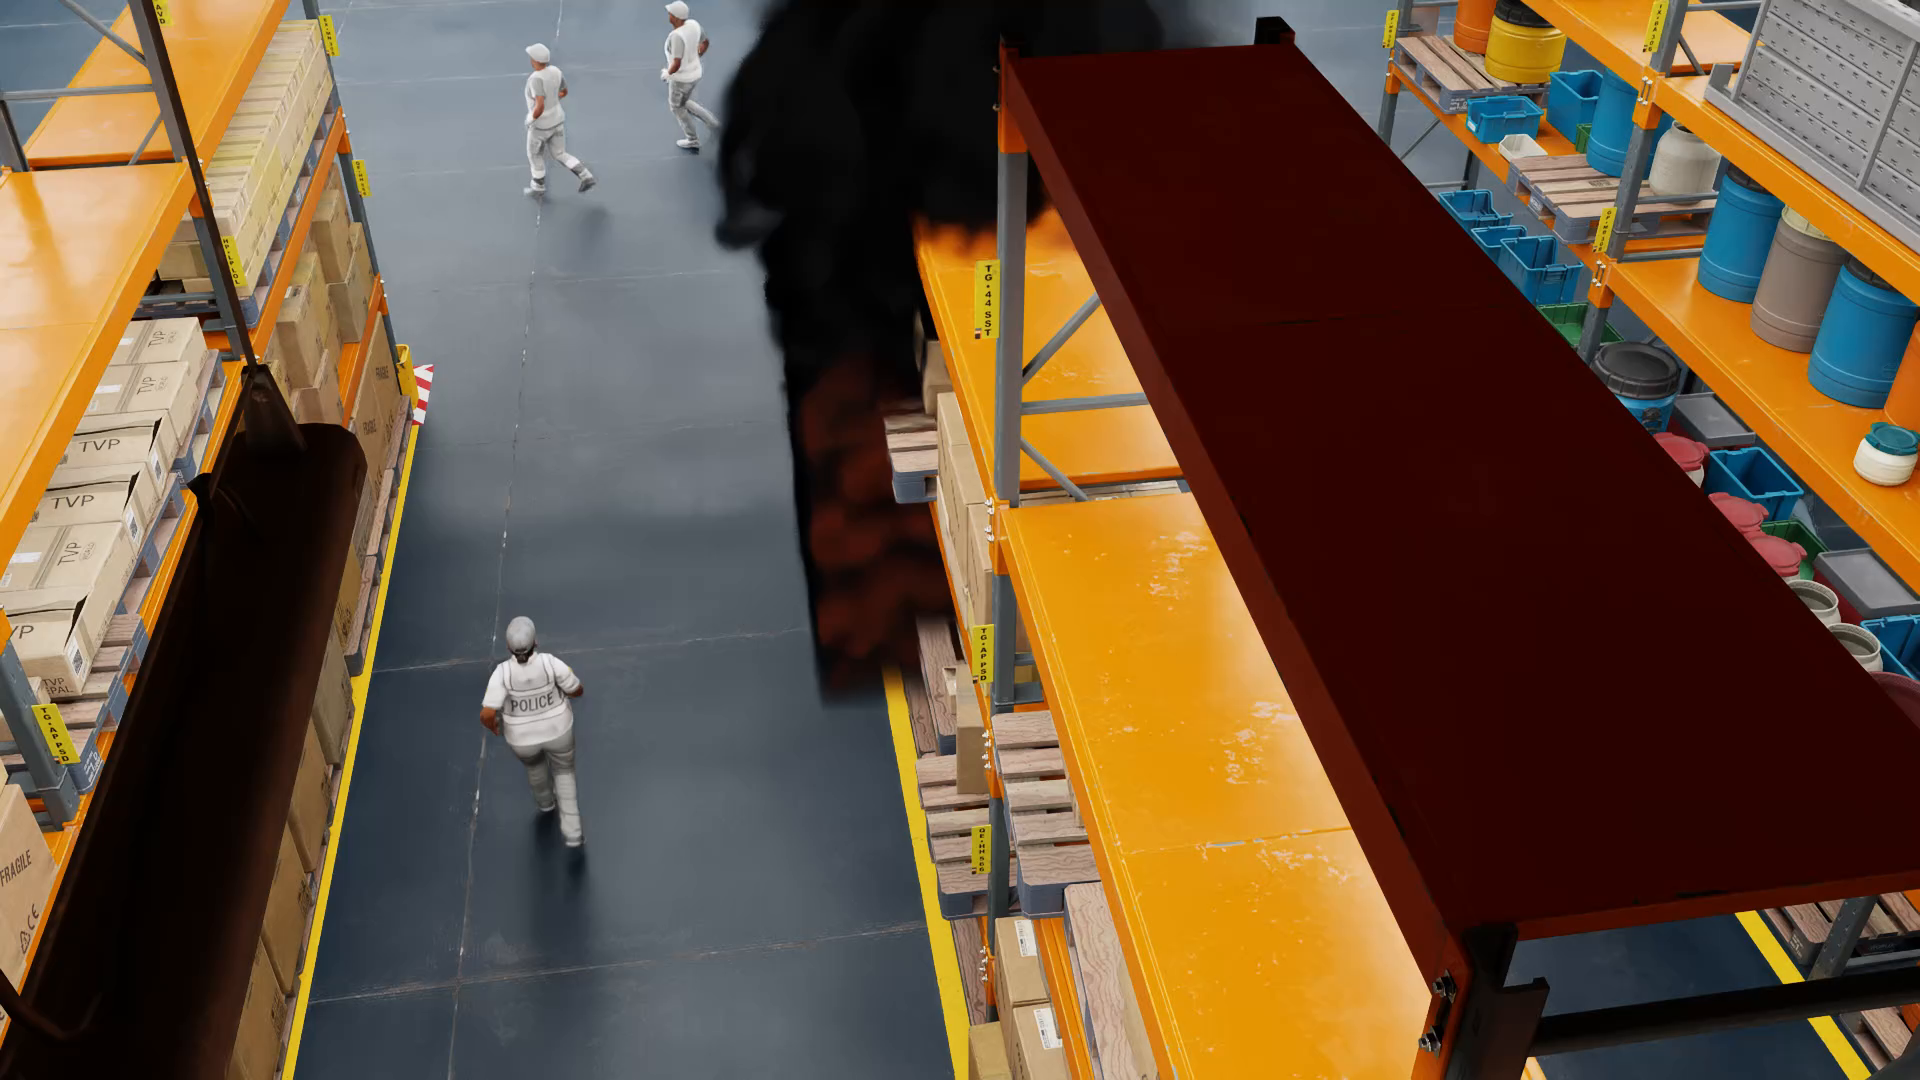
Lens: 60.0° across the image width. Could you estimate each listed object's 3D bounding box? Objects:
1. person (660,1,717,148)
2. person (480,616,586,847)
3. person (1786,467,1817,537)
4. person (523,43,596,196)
[{"bbox_3d":[-3.162,-5.405,19.345,0.545,1.740,0.676,14,38,18],"label":"person"},{"bbox_3d":[-2.628,1.221,10.396,0.625,1.691,0.819,-9,37,-12],"label":"person"},{"bbox_3d":[6.670,-0.593,12.804,0.714,1.737,0.640,-5,37,-6],"label":"person"},{"bbox_3d":[-4.485,-4.524,18.111,0.995,1.784,0.668,18,40,23],"label":"person"}]
